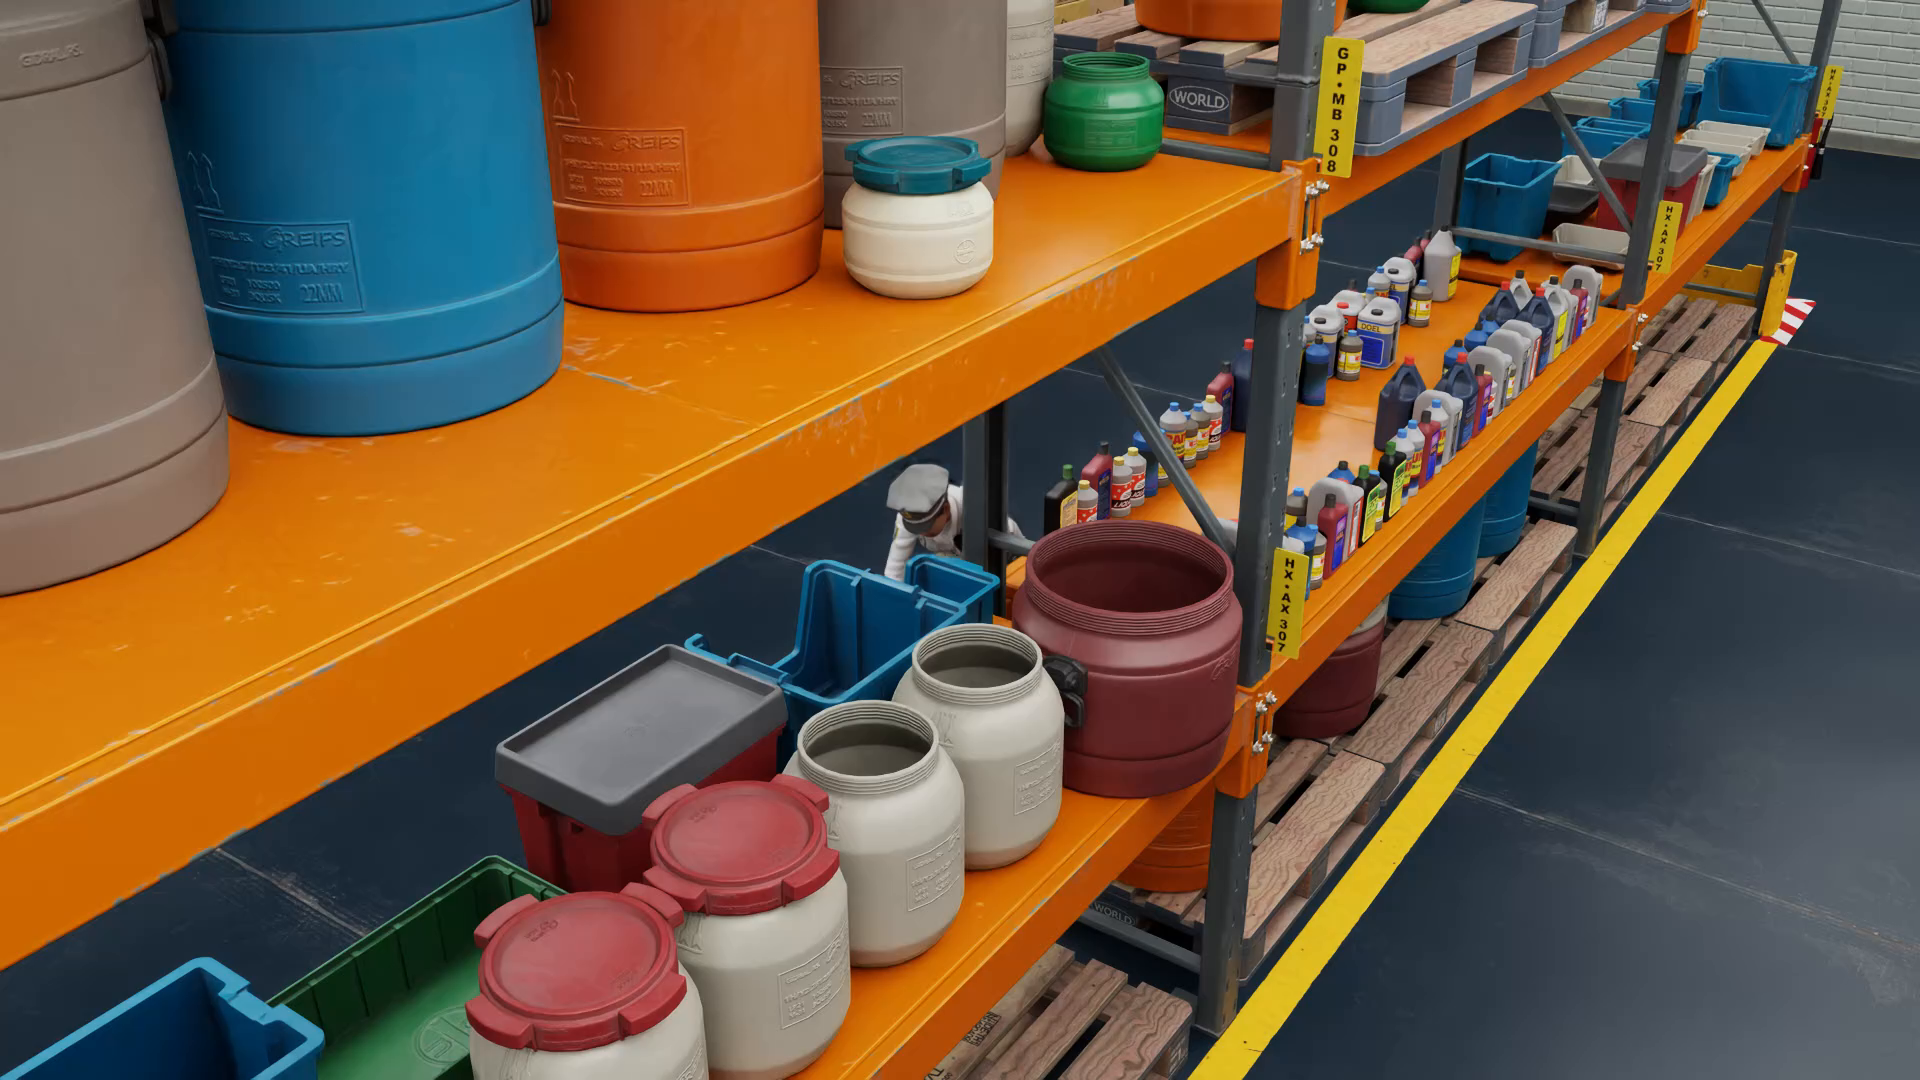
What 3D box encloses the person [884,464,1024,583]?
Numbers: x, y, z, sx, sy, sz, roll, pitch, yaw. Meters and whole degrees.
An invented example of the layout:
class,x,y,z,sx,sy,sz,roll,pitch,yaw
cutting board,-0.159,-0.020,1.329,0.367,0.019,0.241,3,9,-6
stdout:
class,x,y,z,sx,sy,sz,roll,pitch,yaw
person,-0.011,0.184,6.759,0.527,1.213,0.780,17,32,30
